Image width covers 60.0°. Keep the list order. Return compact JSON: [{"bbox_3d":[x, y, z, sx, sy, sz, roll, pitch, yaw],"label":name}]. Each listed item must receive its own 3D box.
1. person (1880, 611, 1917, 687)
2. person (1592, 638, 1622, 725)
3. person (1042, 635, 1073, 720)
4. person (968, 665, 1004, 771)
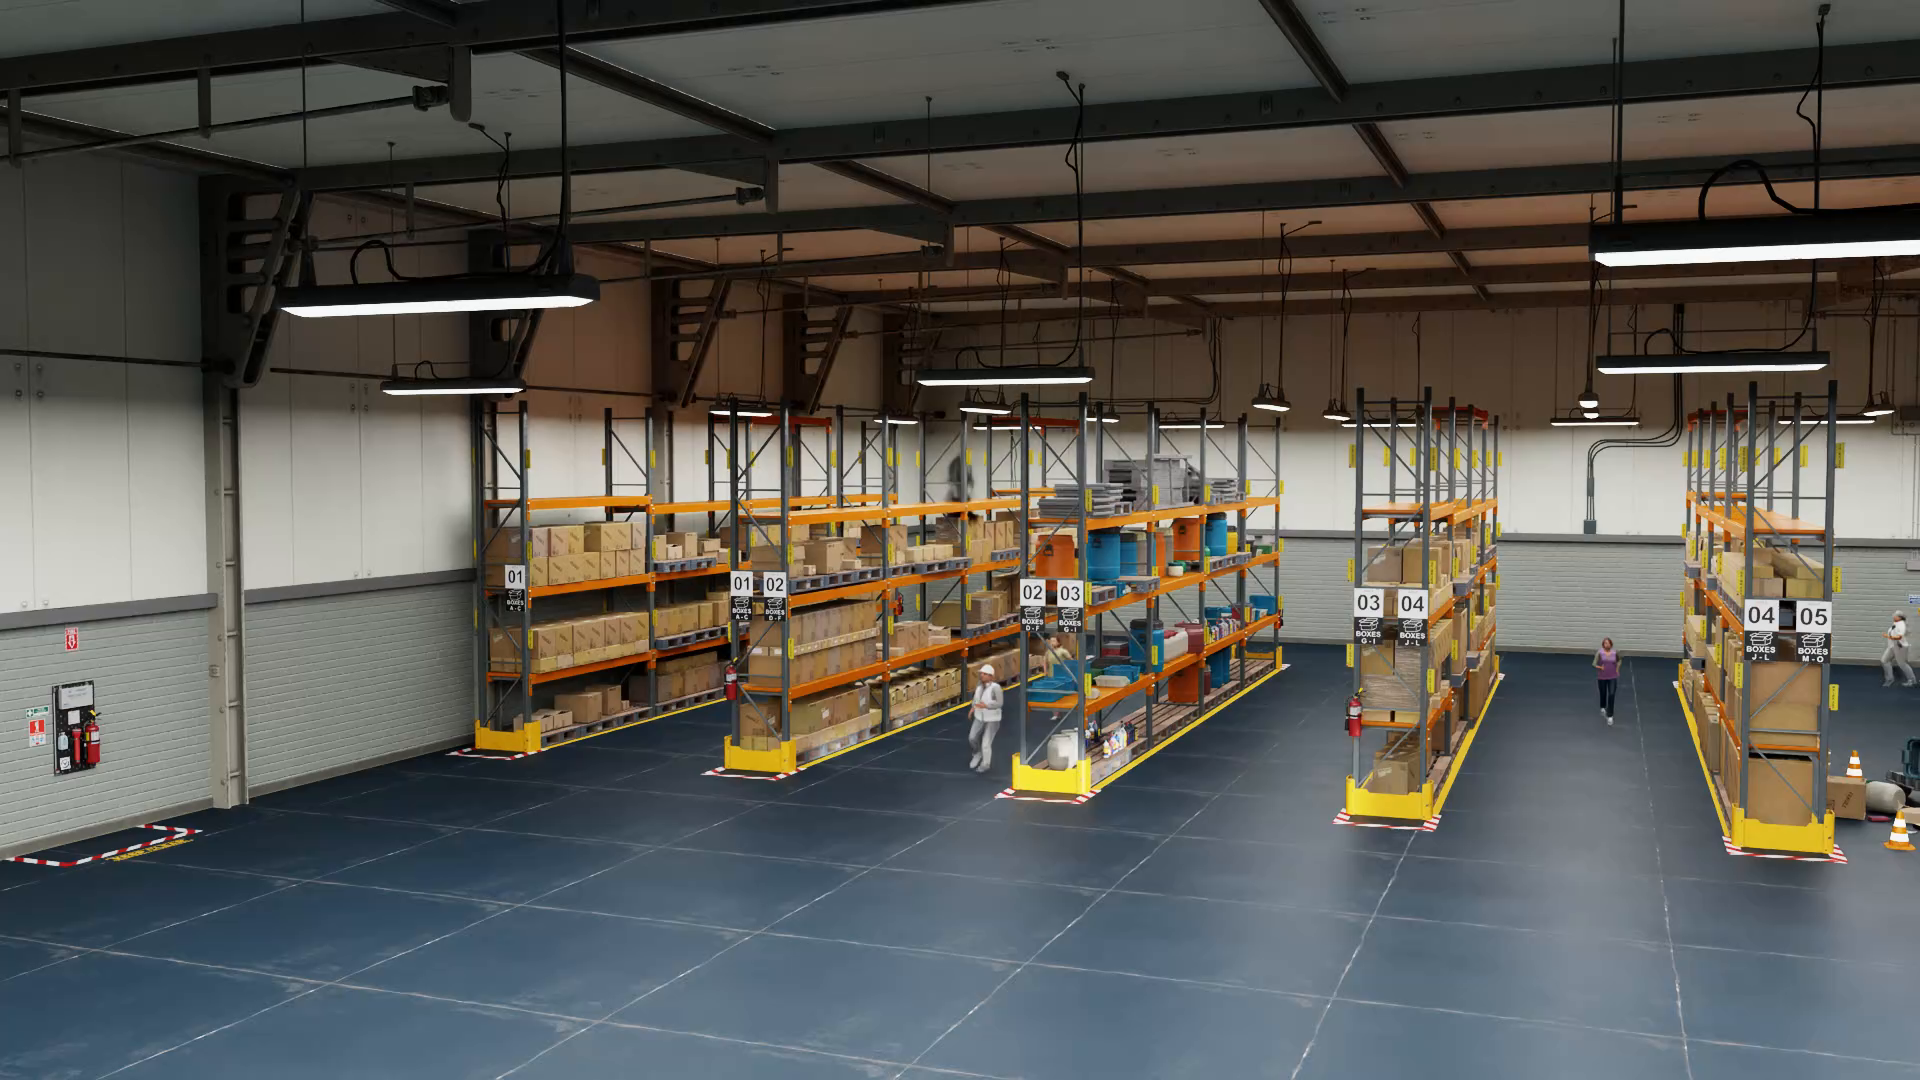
[{"bbox_3d":[20.544,2.410,36.413,0.737,1.731,0.579,1,3,12],"label":"person"},{"bbox_3d":[12.299,2.654,31.618,0.537,1.609,0.875,1,3,17],"label":"person"},{"bbox_3d":[1.868,2.640,31.915,0.593,1.633,0.619,1,3,25],"label":"person"},{"bbox_3d":[0.393,2.851,26.500,0.718,1.734,0.639,1,3,25],"label":"person"}]
